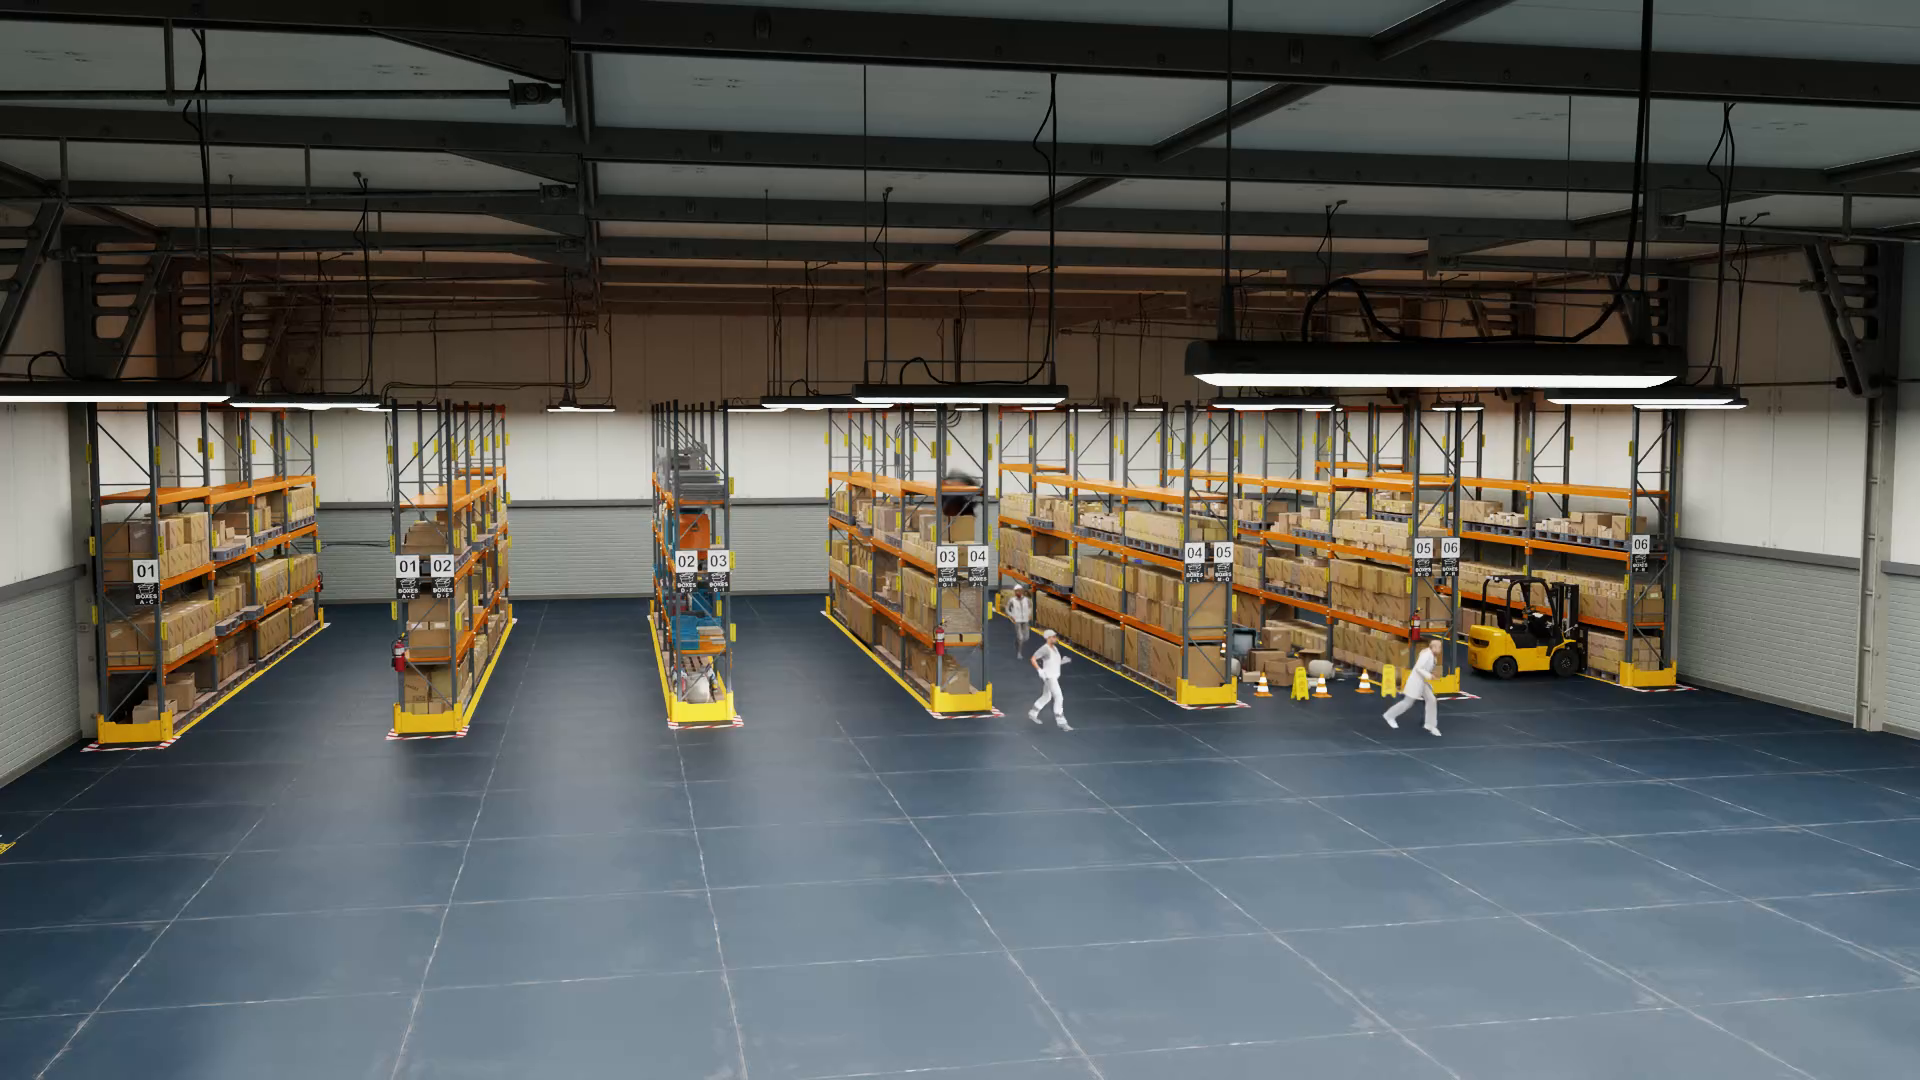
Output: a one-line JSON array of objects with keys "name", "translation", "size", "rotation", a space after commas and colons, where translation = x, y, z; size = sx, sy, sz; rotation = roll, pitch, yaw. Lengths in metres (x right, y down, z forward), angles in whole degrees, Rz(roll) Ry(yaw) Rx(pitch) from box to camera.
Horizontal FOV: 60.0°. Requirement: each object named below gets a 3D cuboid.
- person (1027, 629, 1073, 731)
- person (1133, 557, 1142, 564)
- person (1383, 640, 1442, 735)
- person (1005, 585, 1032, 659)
[{"name": "person", "translation": [1.638, 2.528, 30.237], "size": [0.919, 1.814, 0.655], "rotation": [2, 5, 20]}, {"name": "person", "translation": [5.358, 1.110, 50.929], "size": [0.527, 1.574, 0.580], "rotation": [0, 4, 4]}, {"name": "person", "translation": [8.176, 2.639, 29.985], "size": [1.083, 1.742, 0.750], "rotation": [2, 5, 29]}, {"name": "person", "translation": [1.389, 1.913, 39.170], "size": [0.665, 1.742, 0.546], "rotation": [-1, 5, -19]}]
